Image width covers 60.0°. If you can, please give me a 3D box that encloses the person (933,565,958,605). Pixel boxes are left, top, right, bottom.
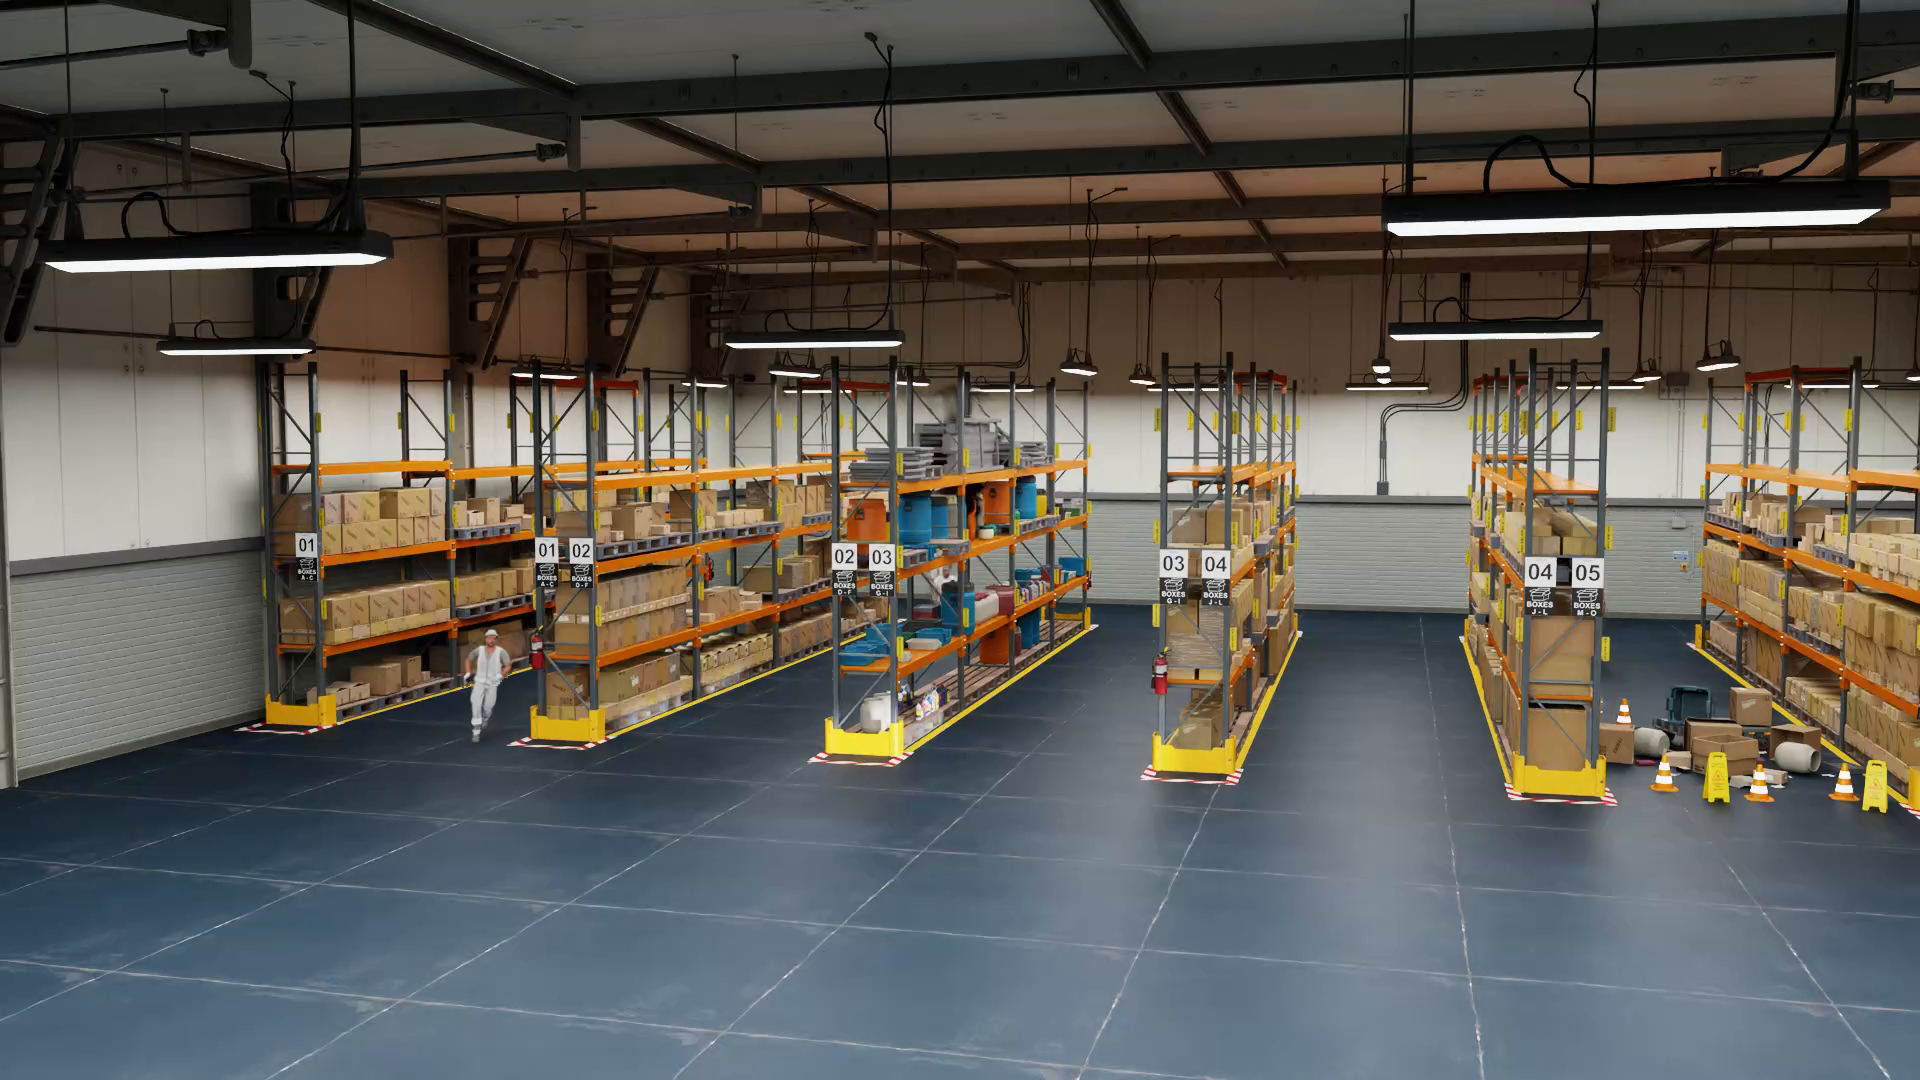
[{"bbox_3d":[-0.305,1.441,38.577,0.672,1.781,0.815,1,4,9],"label":"person"}]

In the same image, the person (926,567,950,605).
[{"bbox_3d":[-0.573,1.147,42.761,0.633,1.723,0.717,0,4,-1],"label":"person"}]

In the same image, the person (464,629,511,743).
[{"bbox_3d":[-7.499,2.295,26.404,0.720,1.770,0.801,-1,4,-10],"label":"person"}]
